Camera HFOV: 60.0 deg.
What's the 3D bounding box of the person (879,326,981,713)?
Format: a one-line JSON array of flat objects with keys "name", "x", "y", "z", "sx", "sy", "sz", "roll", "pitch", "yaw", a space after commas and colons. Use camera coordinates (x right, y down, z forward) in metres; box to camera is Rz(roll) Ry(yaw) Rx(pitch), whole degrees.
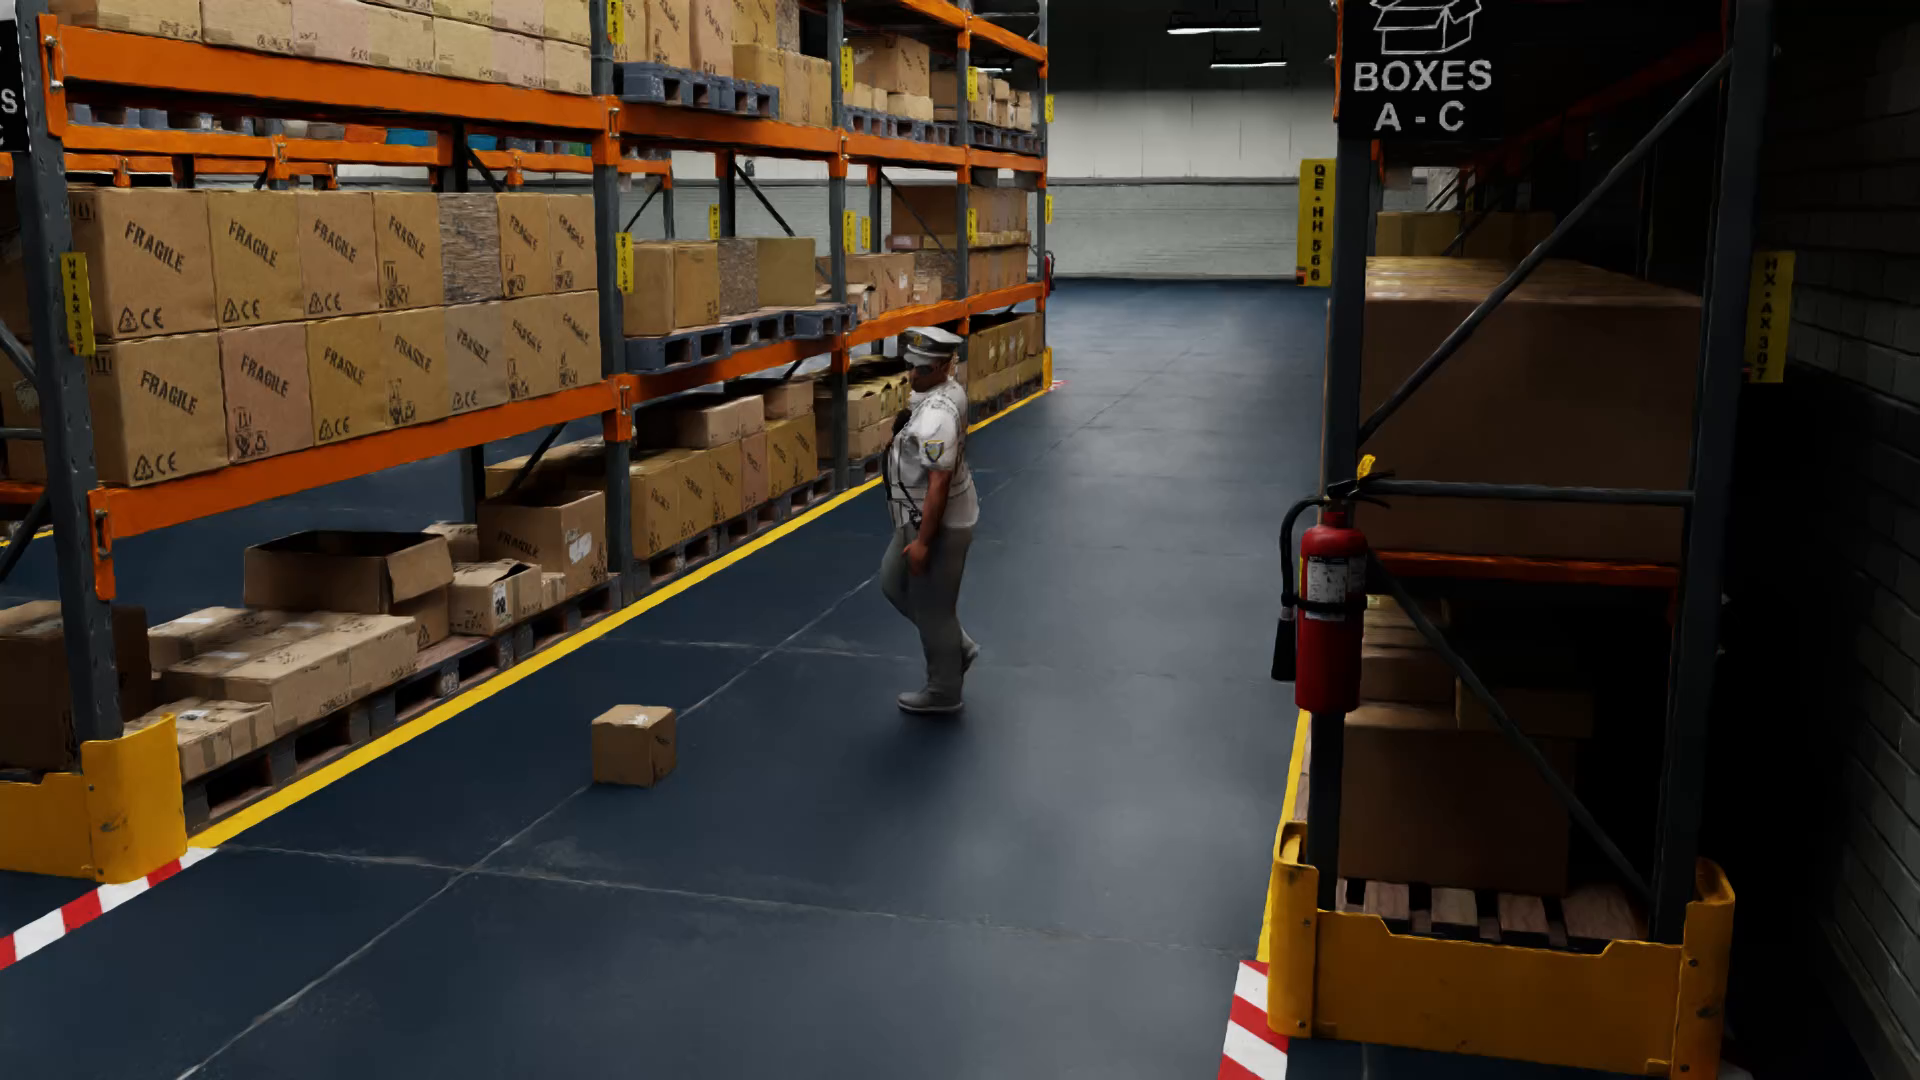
[{"name": "person", "x": -0.146, "y": -0.067, "z": 7.249, "sx": 0.471, "sy": 1.742, "sz": 0.747, "roll": 1, "pitch": 11, "yaw": 6}]
